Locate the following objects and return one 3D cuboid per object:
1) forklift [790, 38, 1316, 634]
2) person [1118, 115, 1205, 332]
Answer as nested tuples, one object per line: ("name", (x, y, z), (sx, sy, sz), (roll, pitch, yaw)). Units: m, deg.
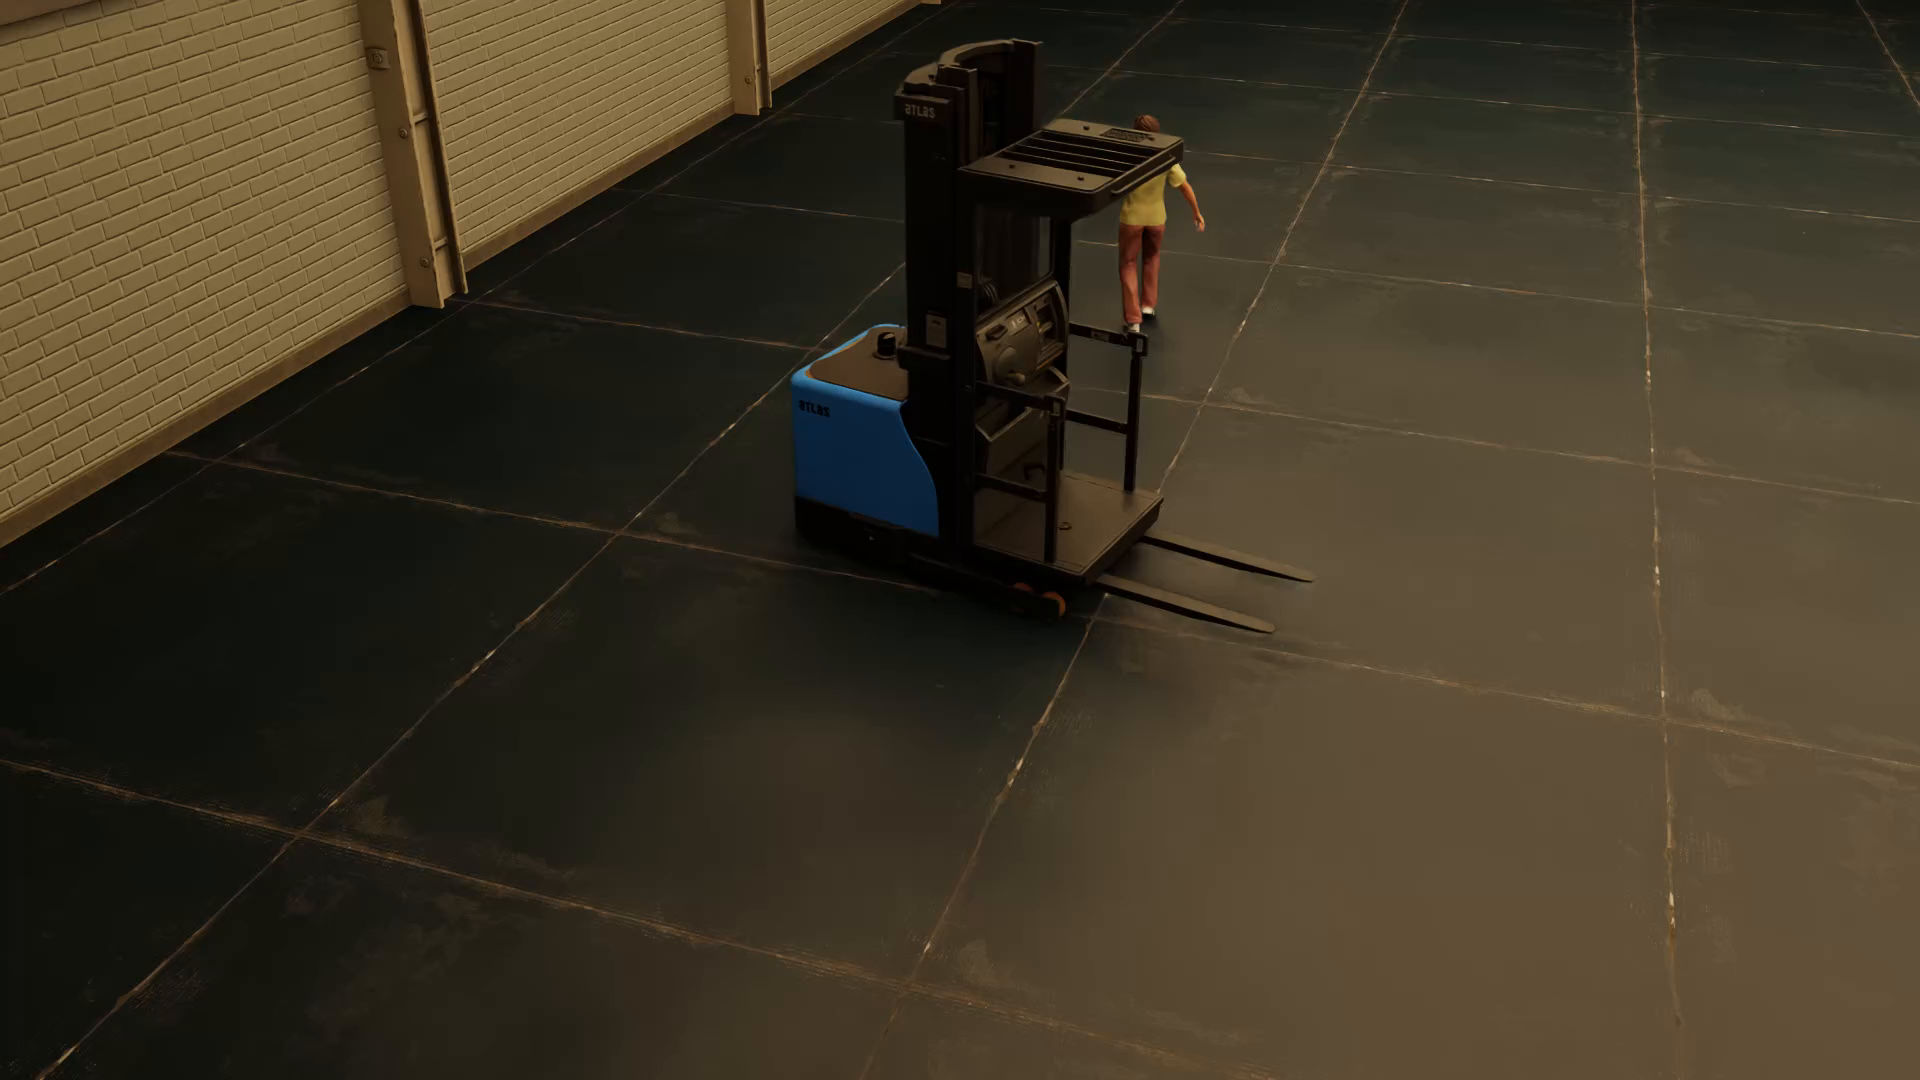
("forklift", (0.524, -1.118, 9.098), (3.031, 2.935, 1.130), (17, 34, 27))
("person", (1.408, -2.337, 12.826), (0.902, 1.440, 0.630), (-2, 30, -3))
